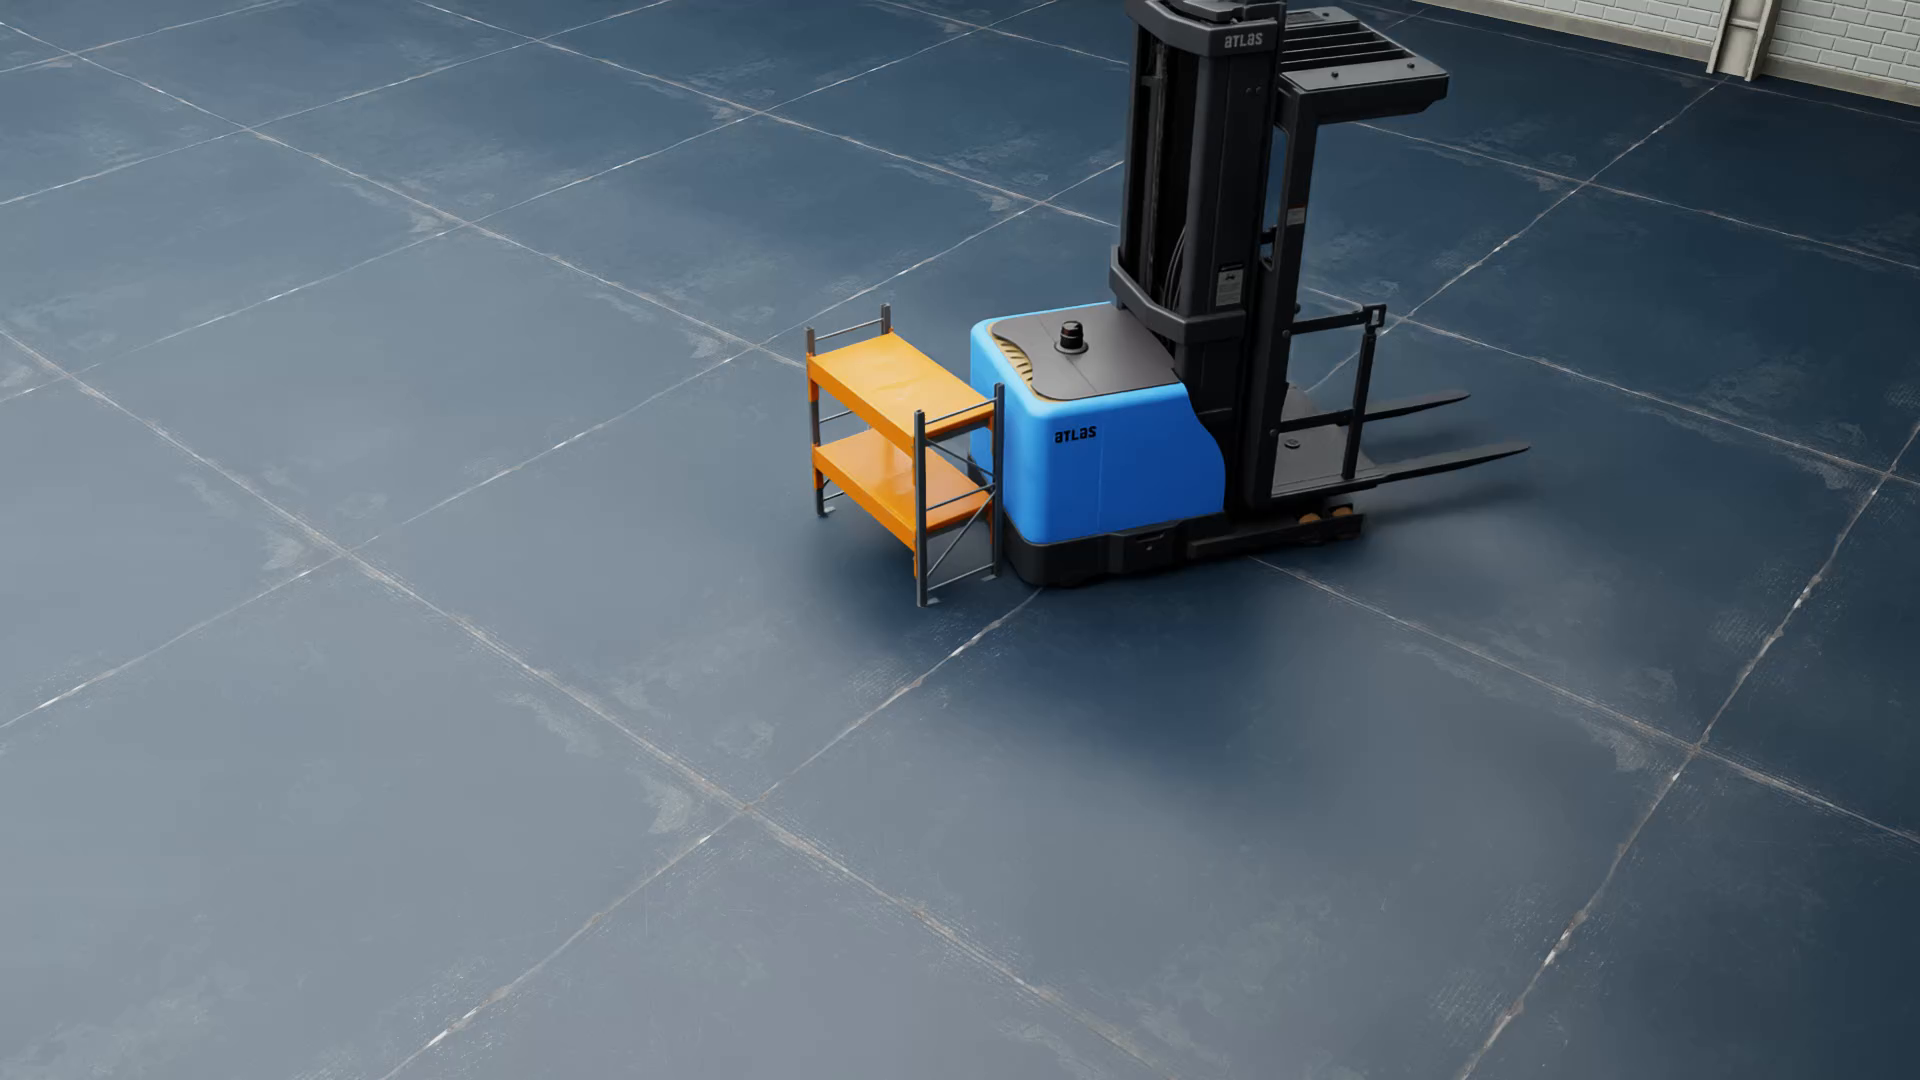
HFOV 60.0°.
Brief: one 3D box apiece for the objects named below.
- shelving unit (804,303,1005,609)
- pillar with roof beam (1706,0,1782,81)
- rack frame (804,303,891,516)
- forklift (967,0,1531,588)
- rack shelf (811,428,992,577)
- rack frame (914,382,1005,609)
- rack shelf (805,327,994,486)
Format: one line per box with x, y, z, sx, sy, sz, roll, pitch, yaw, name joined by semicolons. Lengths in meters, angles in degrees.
-0.288;-0.444;8.485;0.538;1.125;1.048;-21;40;-28;shelving unit
4.209;-6.044;9.684;0.400;9.000;9.100;25;42;32;pillar with roof beam
-0.575;-0.681;8.831;0.500;1.125;0.032;-21;40;-28;rack frame
1.616;-1.454;8.360;3.031;2.935;1.130;-10;36;-15;forklift
-0.288;-0.243;8.624;0.538;0.278;1.000;-21;40;-28;rack shelf
0.000;-0.207;8.140;0.500;1.125;0.032;-21;40;-28;rack frame
-0.288;-0.685;8.320;0.538;0.278;1.000;-21;40;-28;rack shelf
